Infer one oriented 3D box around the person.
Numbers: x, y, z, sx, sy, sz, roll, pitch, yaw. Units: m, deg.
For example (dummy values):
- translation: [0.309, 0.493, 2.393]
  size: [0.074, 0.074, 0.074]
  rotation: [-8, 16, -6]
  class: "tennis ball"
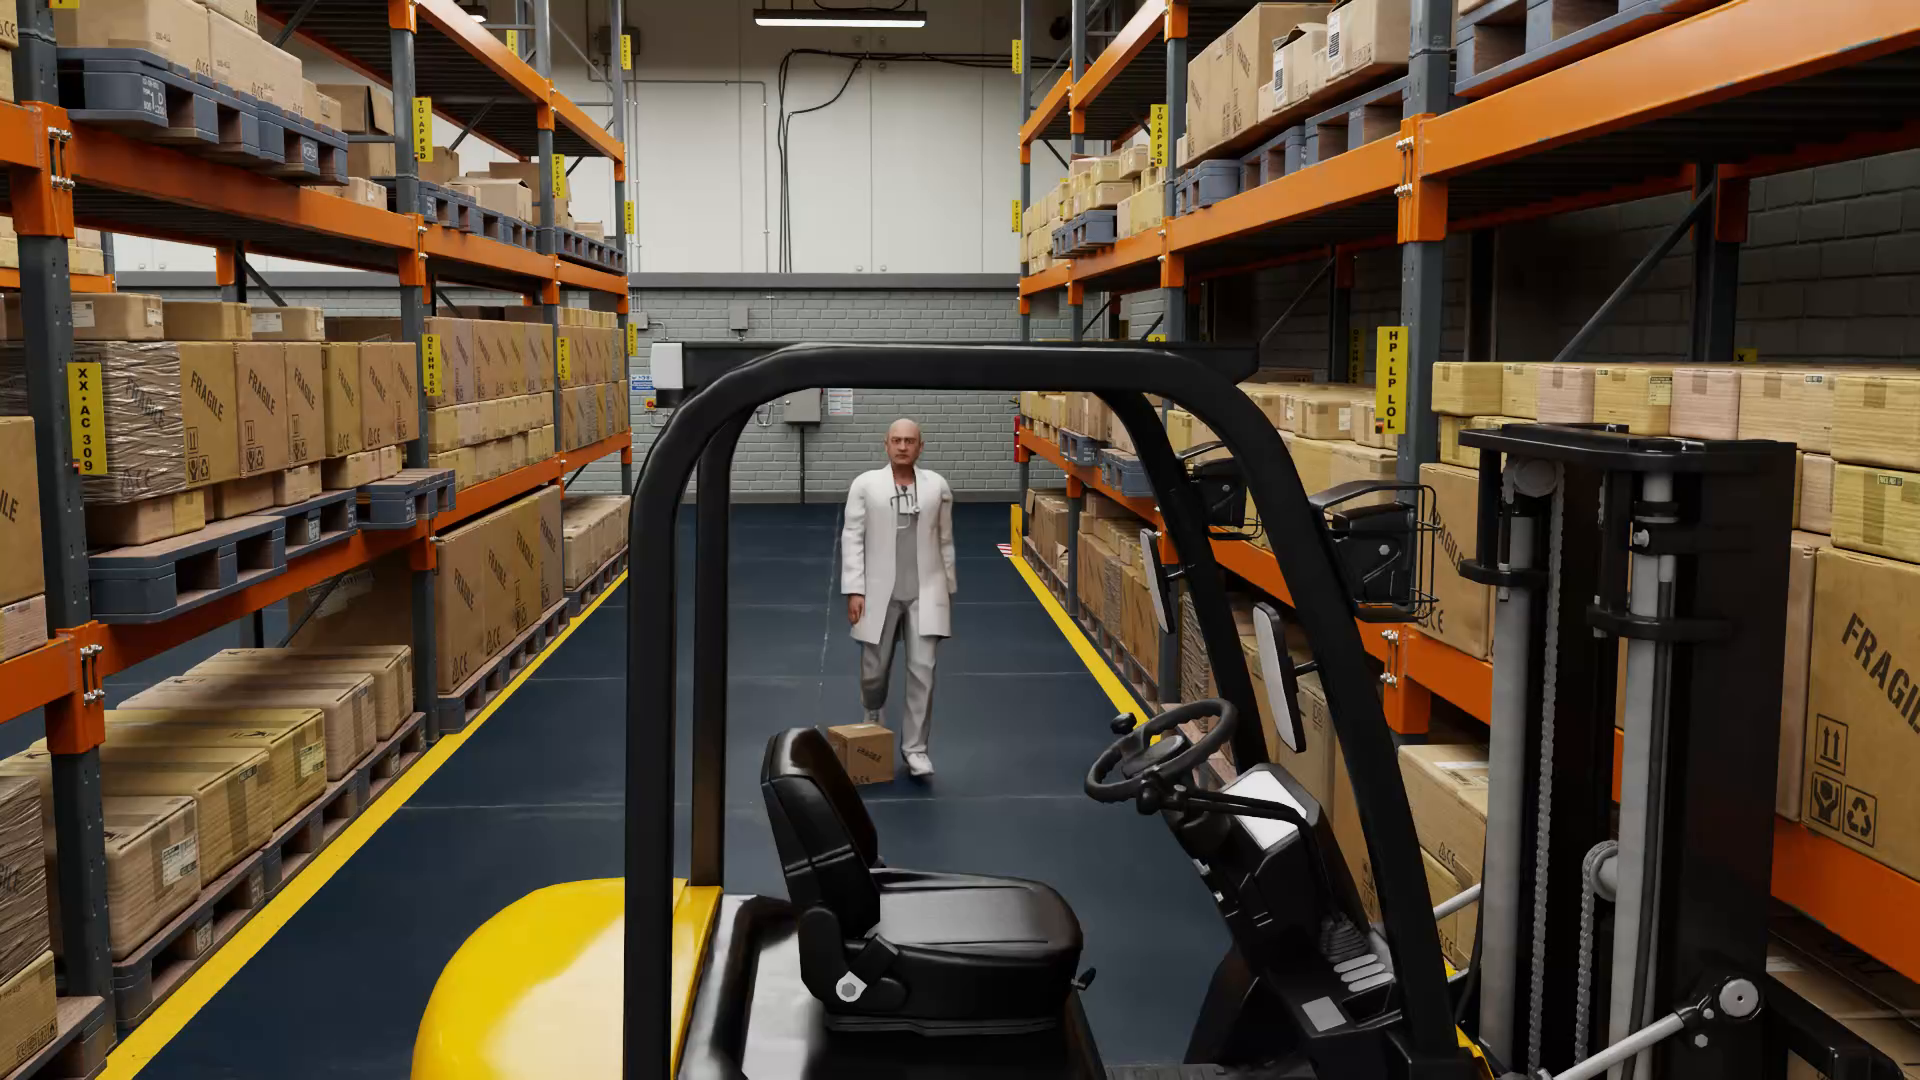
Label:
- translation: [-0.307, 0.262, 8.408]
  size: [0.602, 1.751, 0.803]
  rotation: [-1, 7, -9]
  class: "person"
